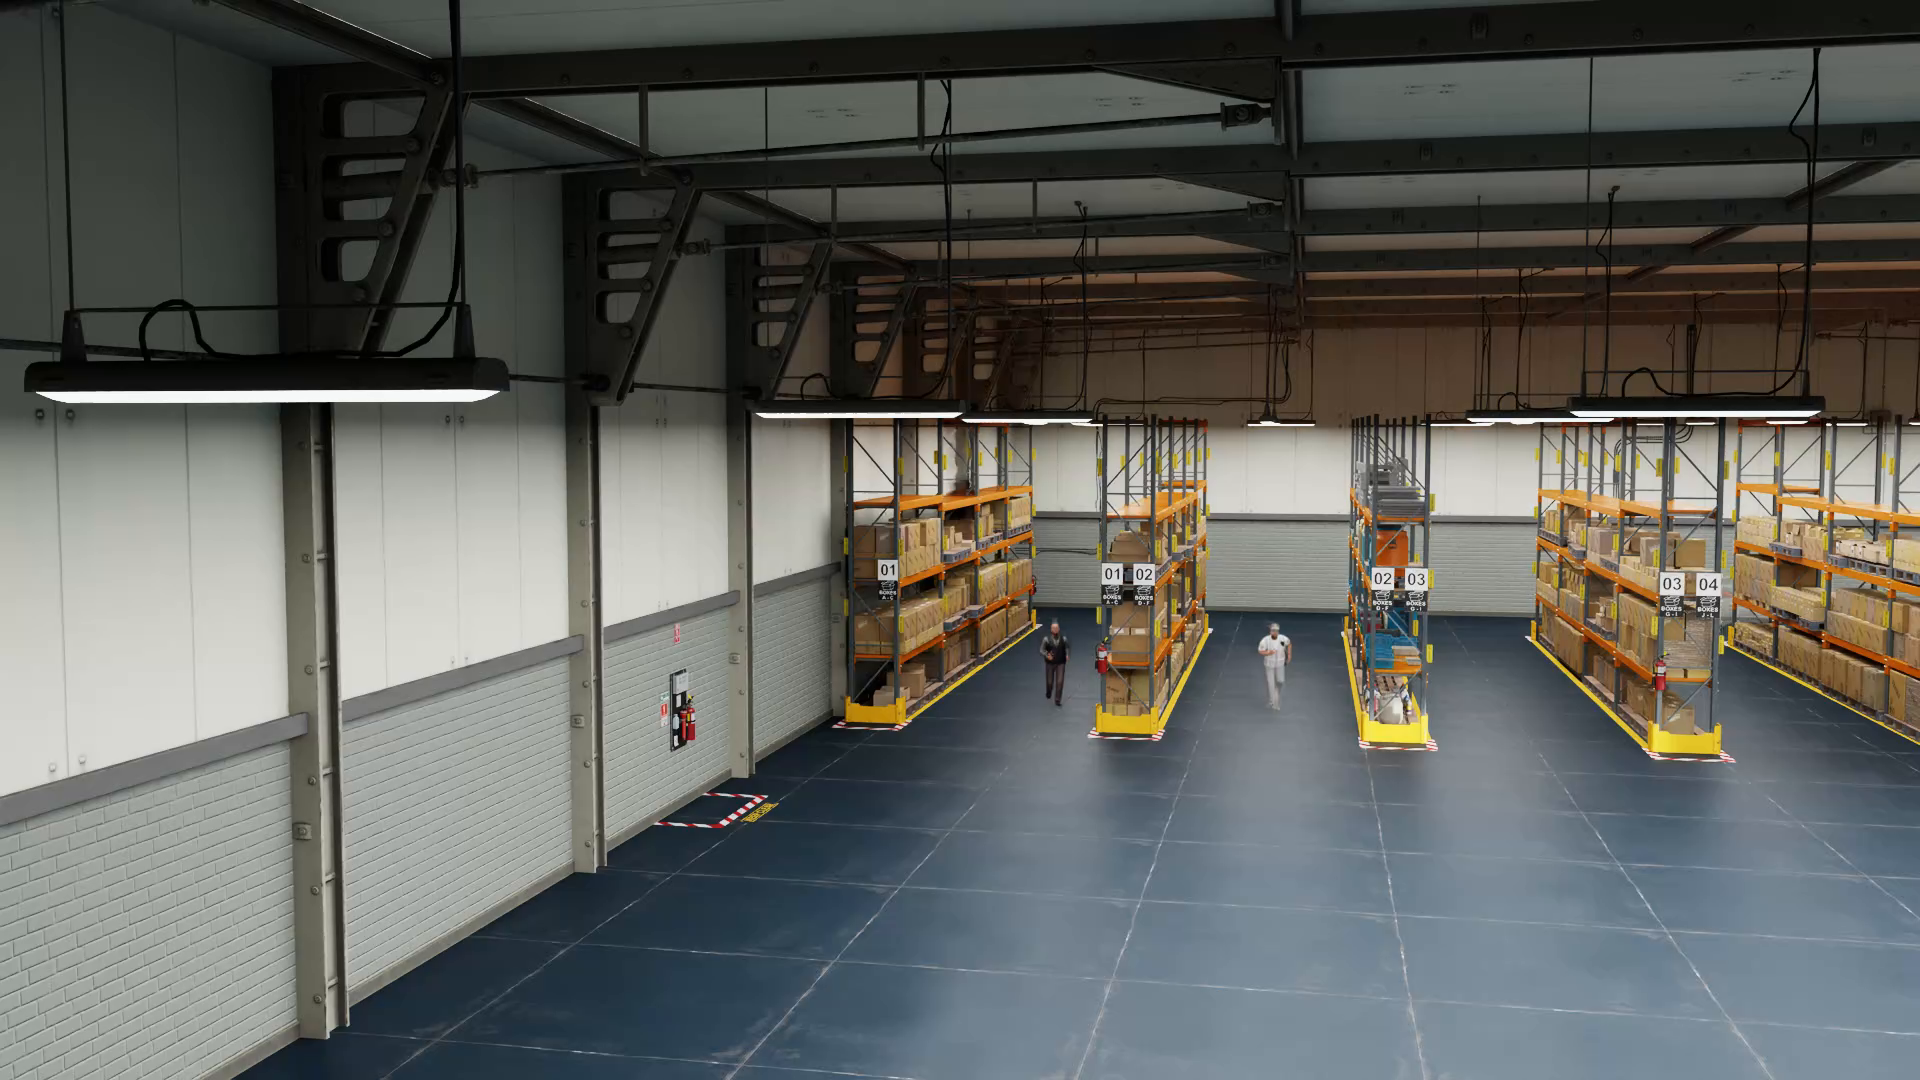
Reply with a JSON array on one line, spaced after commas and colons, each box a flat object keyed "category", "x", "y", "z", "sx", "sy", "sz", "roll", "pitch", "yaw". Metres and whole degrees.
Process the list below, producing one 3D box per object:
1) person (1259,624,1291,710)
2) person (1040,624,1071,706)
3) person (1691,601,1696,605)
[{"category": "person", "x": 6.443, "y": 2.582, "z": 34.018, "sx": 0.691, "sy": 1.792, "sz": 0.842, "roll": 0, "pitch": 4, "yaw": 3}, {"category": "person", "x": 1.992, "y": 2.581, "z": 34.575, "sx": 0.666, "sy": 1.681, "sz": 0.738, "roll": 0, "pitch": 4, "yaw": -3}, {"category": "person", "x": 20.041, "y": 1.880, "z": 44.878, "sx": 0.677, "sy": 1.747, "sz": 0.604, "roll": 4, "pitch": 5, "yaw": 44}]
